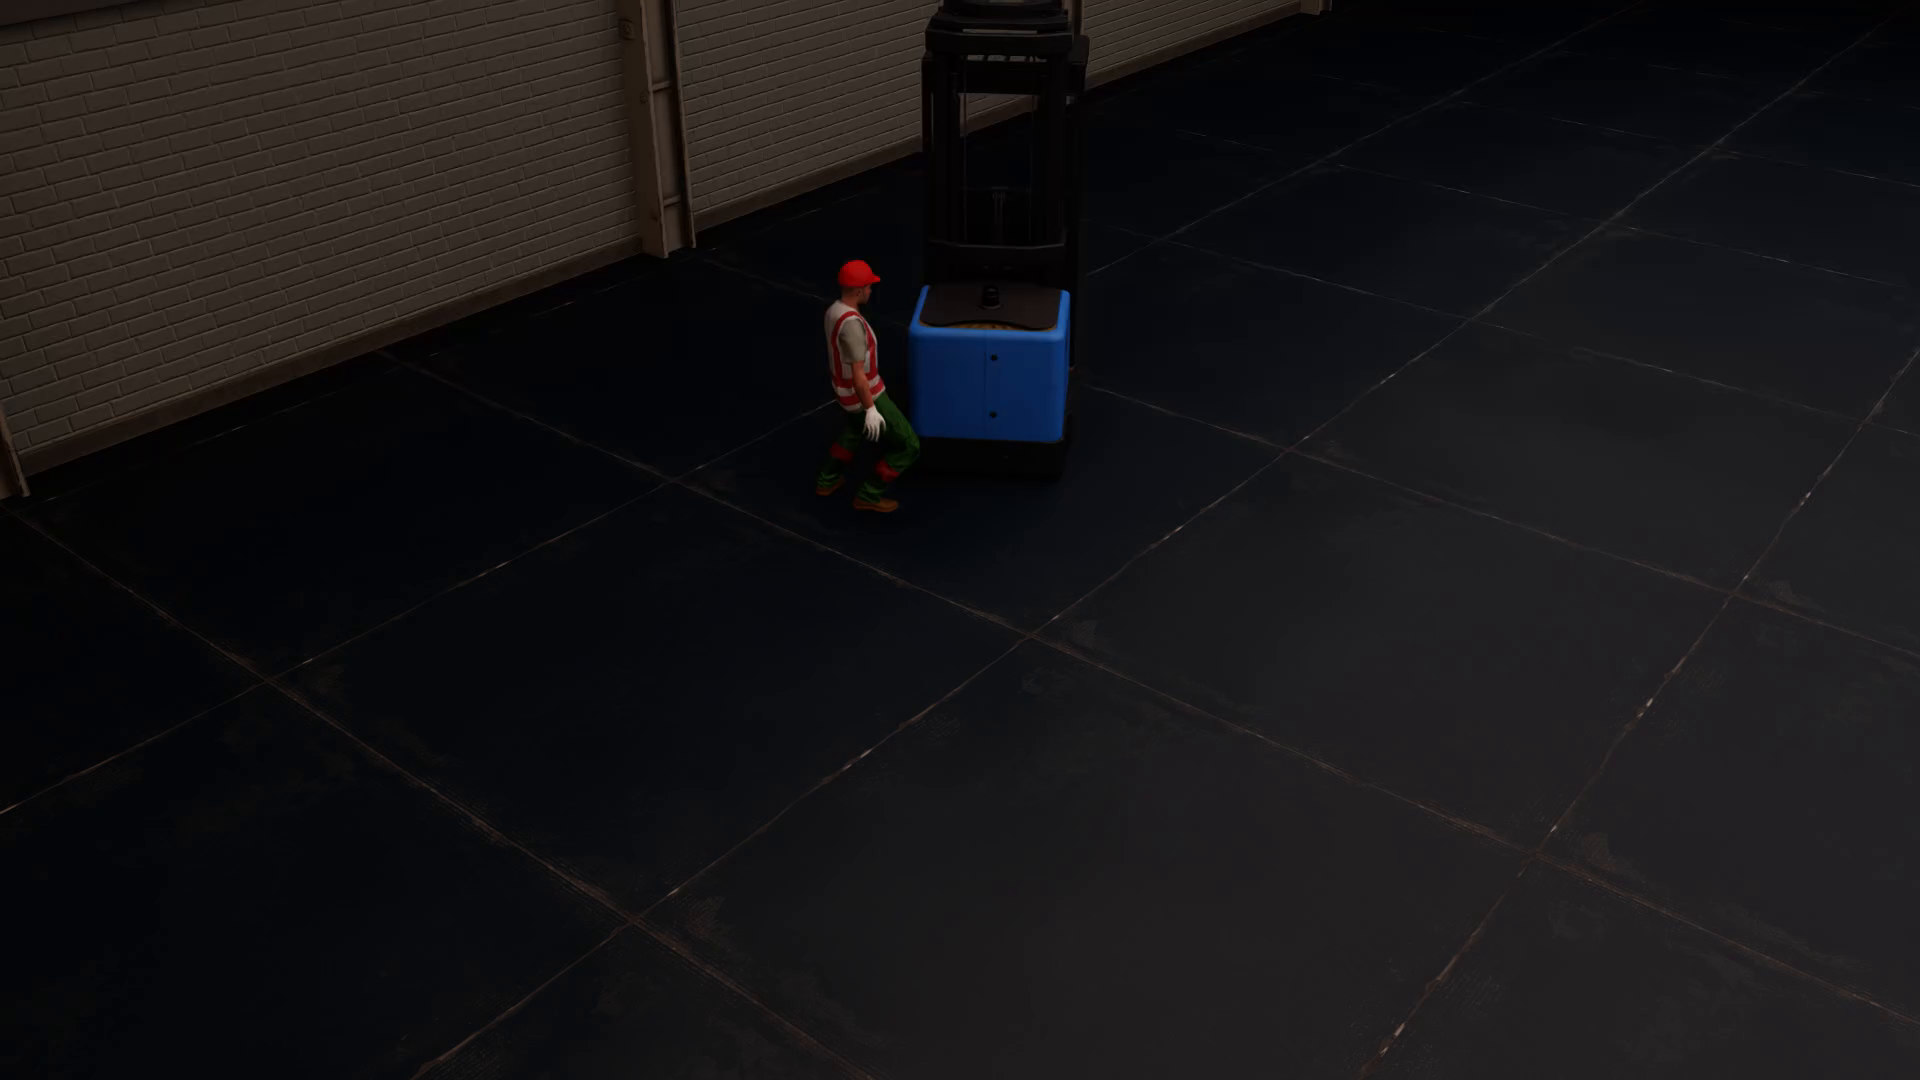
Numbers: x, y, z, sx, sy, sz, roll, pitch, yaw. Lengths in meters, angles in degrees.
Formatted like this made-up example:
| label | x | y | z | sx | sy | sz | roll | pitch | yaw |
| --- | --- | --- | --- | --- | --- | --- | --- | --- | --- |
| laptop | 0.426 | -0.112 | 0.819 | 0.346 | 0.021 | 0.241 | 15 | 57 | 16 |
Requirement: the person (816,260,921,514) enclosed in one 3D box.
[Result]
| label | x | y | z | sx | sy | sz | roll | pitch | yaw |
| --- | --- | --- | --- | --- | --- | --- | --- | --- | --- |
| person | -0.611 | -0.953 | 10.496 | 0.600 | 1.669 | 0.968 | -8 | 31 | -13 |

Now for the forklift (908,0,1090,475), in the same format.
| label | x | y | z | sx | sy | sz | roll | pitch | yaw |
| --- | --- | --- | --- | --- | --- | --- | --- | --- | --- |
| forklift | 0.314 | -2.418 | 11.734 | 1.130 | 2.935 | 3.031 | 3 | 30 | 5 |
